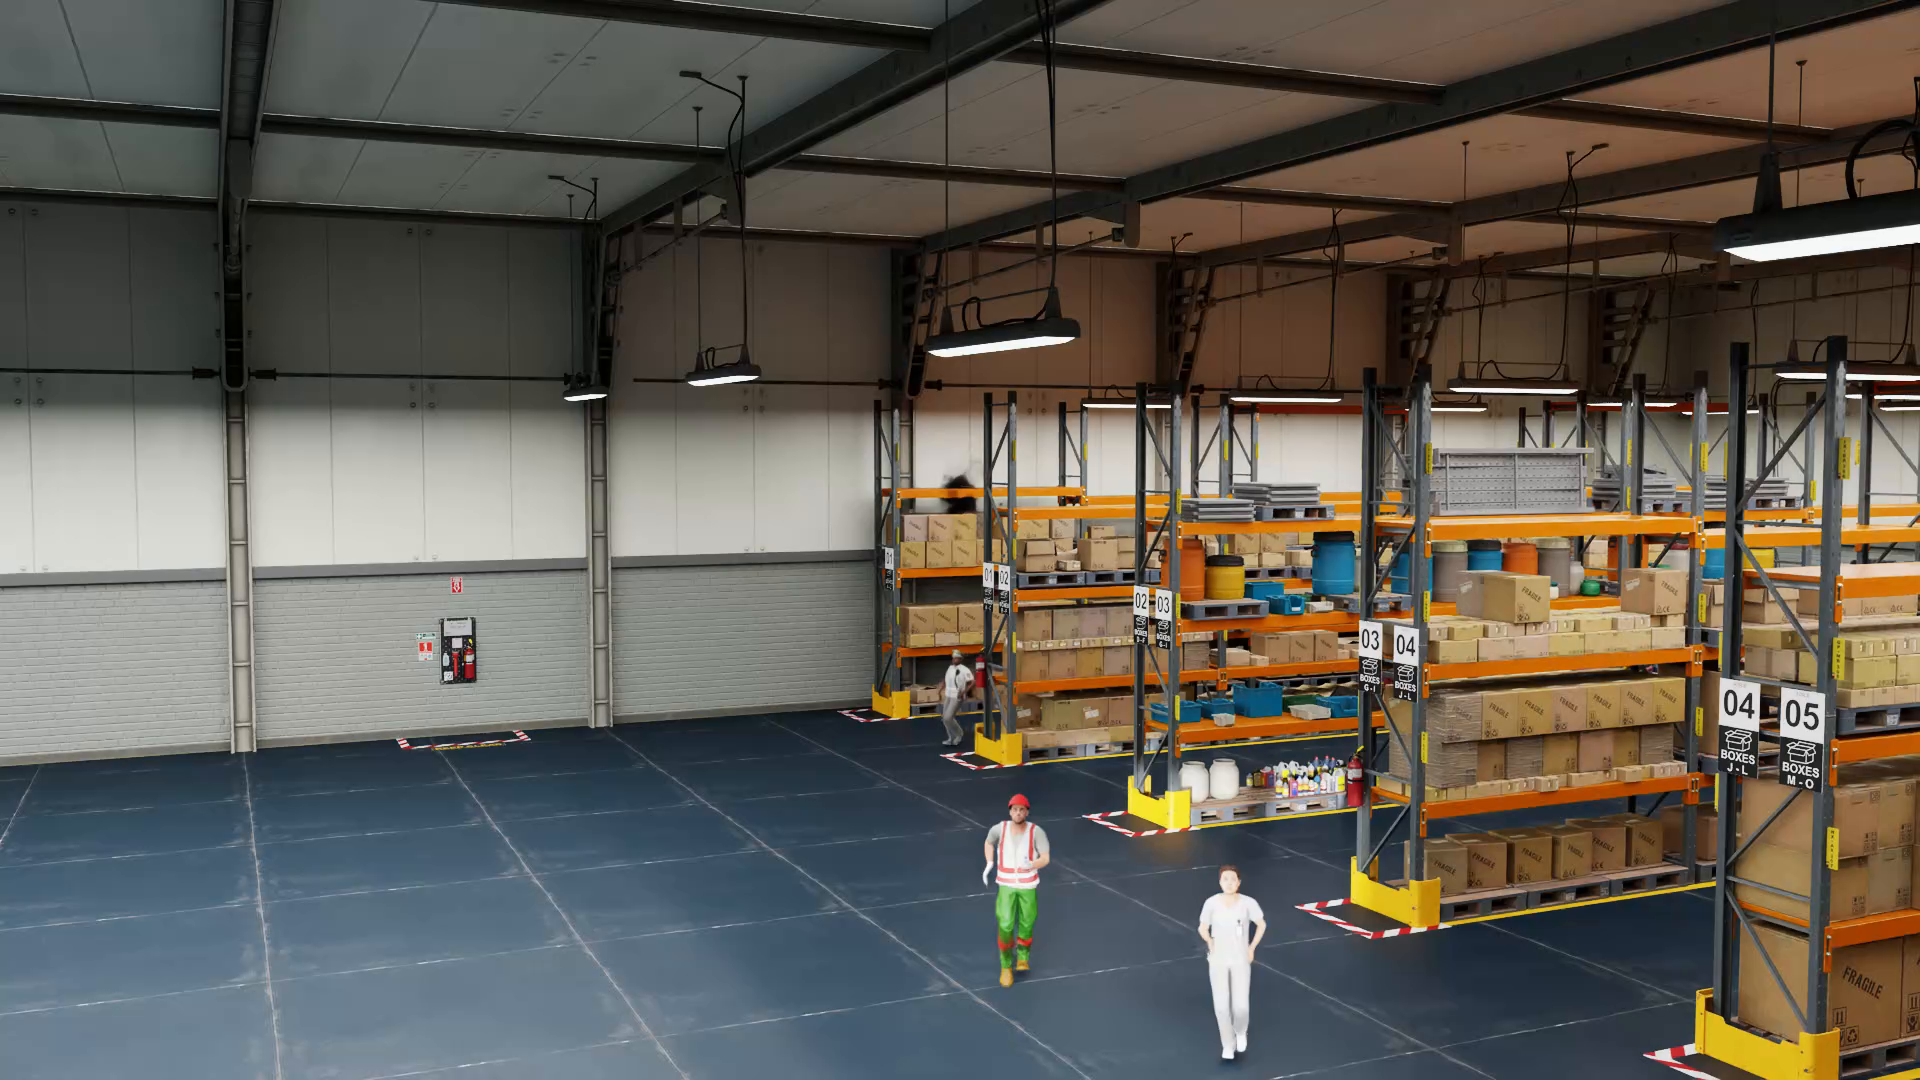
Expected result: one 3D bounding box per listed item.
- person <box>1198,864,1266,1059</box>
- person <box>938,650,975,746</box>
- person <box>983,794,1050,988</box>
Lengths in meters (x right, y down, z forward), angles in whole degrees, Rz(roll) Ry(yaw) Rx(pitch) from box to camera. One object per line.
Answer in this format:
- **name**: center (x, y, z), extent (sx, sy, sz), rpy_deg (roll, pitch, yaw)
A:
- **person**: center (2.255, 3.536, 13.874), extent (0.556, 1.618, 0.558), rpy_deg (1, 3, 14)
- **person**: center (-0.122, 2.687, 28.305), extent (0.491, 1.655, 0.650), rpy_deg (-3, 4, -41)
- **person**: center (0.541, 3.344, 15.924), extent (0.644, 1.828, 0.748), rpy_deg (0, 3, 2)
